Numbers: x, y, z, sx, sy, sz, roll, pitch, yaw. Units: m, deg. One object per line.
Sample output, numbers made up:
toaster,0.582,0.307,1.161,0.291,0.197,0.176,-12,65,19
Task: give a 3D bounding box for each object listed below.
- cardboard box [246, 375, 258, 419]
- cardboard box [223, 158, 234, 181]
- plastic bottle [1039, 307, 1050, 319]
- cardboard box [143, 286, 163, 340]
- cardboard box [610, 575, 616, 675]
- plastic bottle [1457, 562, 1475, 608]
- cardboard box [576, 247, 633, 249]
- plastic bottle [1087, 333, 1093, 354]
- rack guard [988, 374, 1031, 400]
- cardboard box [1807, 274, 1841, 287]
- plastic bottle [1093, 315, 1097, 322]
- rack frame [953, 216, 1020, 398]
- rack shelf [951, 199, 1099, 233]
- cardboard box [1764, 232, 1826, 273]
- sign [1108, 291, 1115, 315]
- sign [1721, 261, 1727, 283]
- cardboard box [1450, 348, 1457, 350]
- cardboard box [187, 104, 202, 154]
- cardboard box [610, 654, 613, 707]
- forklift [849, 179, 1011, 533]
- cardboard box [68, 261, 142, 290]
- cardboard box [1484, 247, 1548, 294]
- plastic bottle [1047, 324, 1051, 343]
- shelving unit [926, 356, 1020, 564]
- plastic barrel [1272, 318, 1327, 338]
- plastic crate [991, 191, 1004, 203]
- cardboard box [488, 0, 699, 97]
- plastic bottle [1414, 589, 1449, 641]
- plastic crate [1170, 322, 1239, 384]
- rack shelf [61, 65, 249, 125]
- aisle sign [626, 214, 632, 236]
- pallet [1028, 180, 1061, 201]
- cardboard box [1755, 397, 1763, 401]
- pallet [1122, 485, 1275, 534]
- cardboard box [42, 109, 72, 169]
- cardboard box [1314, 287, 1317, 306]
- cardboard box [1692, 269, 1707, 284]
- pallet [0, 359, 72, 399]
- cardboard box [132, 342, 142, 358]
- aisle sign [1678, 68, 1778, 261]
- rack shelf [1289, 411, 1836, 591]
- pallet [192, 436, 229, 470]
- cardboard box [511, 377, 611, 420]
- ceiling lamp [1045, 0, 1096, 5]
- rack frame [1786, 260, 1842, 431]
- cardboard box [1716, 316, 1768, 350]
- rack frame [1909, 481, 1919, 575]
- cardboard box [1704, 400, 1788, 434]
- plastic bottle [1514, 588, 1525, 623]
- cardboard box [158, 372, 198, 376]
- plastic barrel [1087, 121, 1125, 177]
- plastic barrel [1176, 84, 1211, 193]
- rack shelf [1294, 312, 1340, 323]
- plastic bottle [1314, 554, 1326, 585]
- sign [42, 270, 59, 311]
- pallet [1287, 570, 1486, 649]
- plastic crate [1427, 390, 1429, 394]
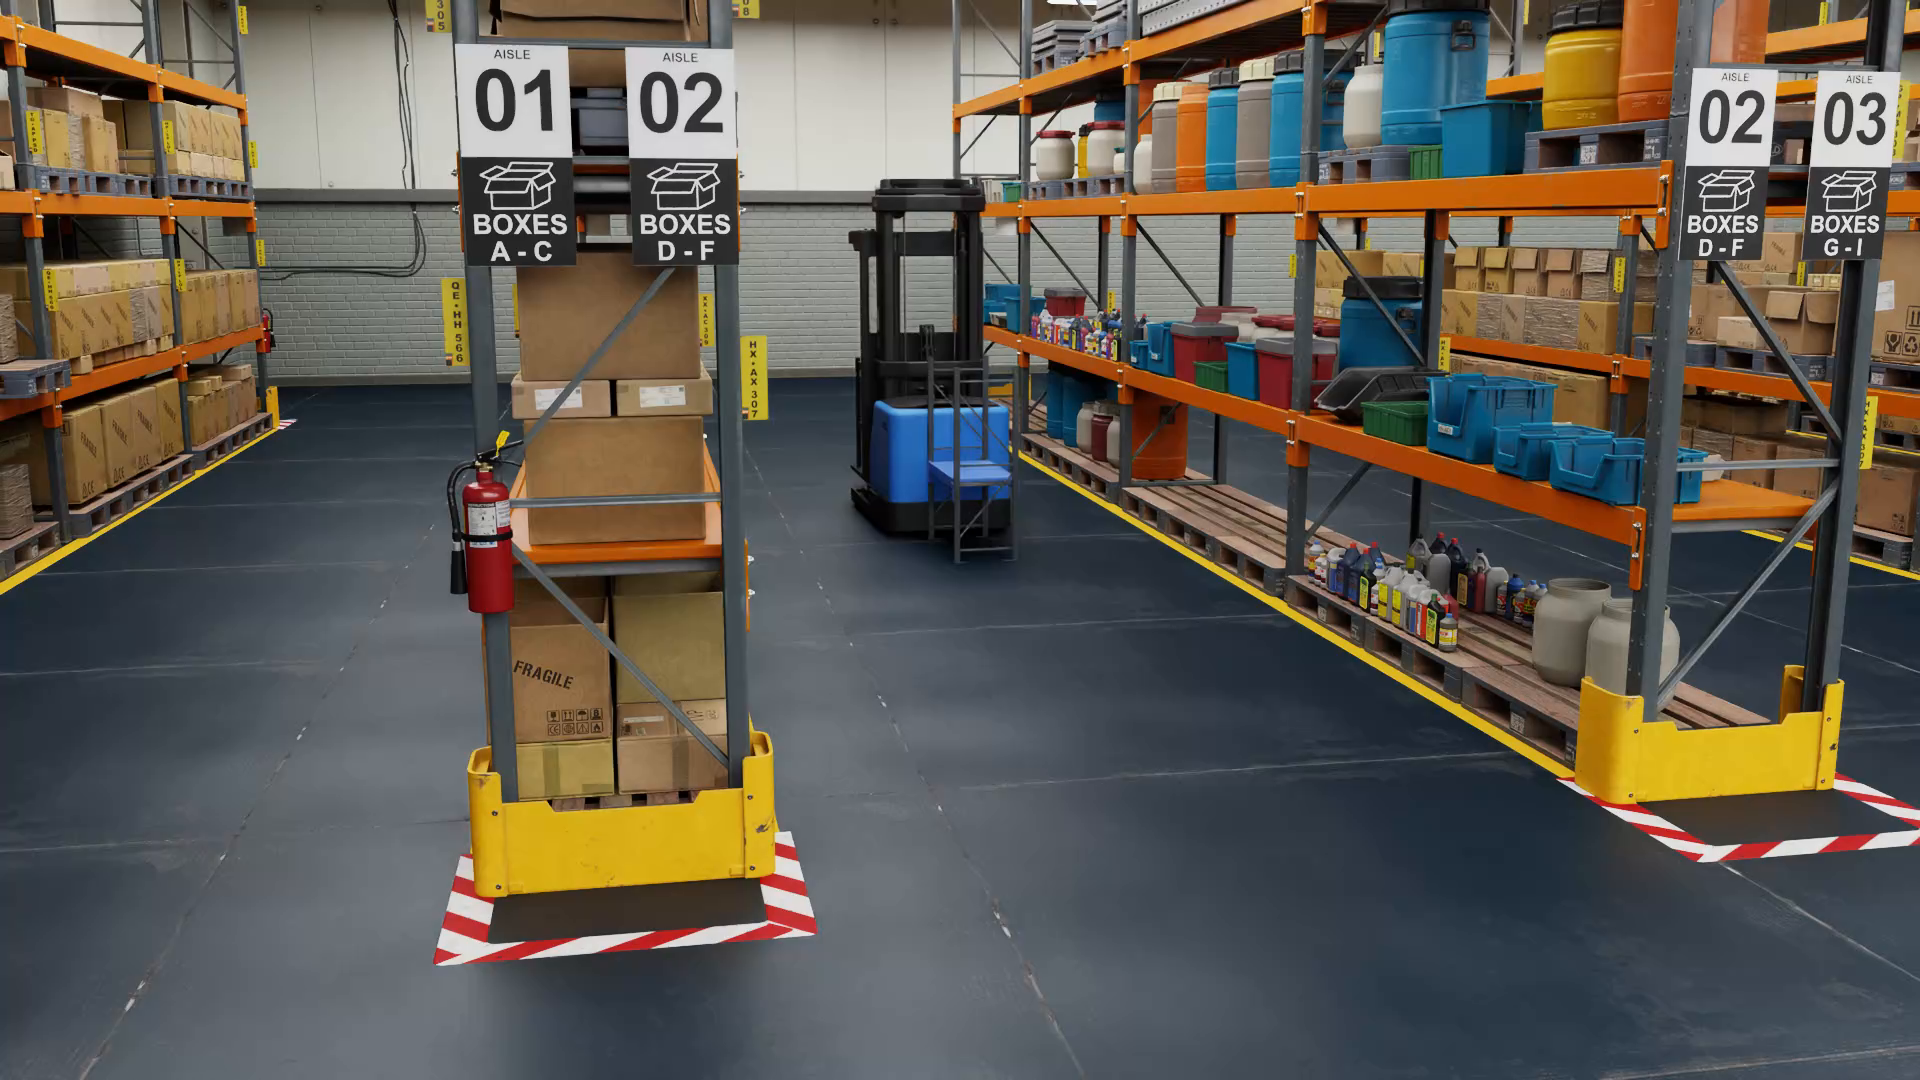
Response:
cardboard box,-9.080,-1.753,20.448,0.700,0.500,0.500,-2,11,-11
cardboard box,-8.809,-4.335,19.437,0.500,0.250,0.500,-3,11,-13
plastic bottle,0.940,-2.418,18.512,0.144,0.351,0.185,-2,11,-11
cardboard box,-8.090,-2.202,16.129,0.500,0.500,0.500,-2,11,-11
cardboard box,-1.439,0.341,8.109,0.500,0.500,0.500,-2,11,-11
plastic bottle,3.150,0.270,10.345,0.061,0.283,0.133,-2,11,-11
cardboard box,-1.639,-1.117,7.805,0.700,0.500,0.500,-2,11,-11
plastic bottle,1.300,-1.925,16.319,0.097,0.201,0.097,0,11,0
rack guard,0.386,-2.036,23.056,1.175,0.500,0.348,-2,11,-11
cardboard box,10.551,-3.154,20.205,0.380,0.149,0.250,-2,11,-8
plastic bottle,1.576,-2.405,18.641,0.152,0.276,0.135,-2,11,-11
rack frame,0.404,-3.260,22.801,1.000,3.000,0.127,-2,11,-11
rack shelf,0.793,-4.013,20.661,1.077,0.370,4.000,-2,11,-11
cardboard box,10.568,-3.631,21.014,0.500,0.500,0.500,-3,11,-13
sign,1.722,-2.682,19.024,0.100,0.325,0.005,-2,11,-11
sign,7.349,-2.524,16.051,0.100,0.325,0.005,-2,11,-11
cardboard box,5.990,-1.993,20.704,0.875,0.875,0.875,-2,11,-11
cardboard box,-8.506,-4.425,17.904,0.500,0.500,0.500,-2,11,-12
cardboard box,-1.946,0.728,8.080,0.500,0.250,0.500,-2,11,-11
forklift,-0.388,-1.730,14.949,1.130,2.935,3.031,-2,11,-12
cardboard box,-8.005,-2.475,15.558,0.500,0.250,0.500,-2,11,-10
cardboard box,6.295,-3.005,18.513,0.797,0.503,0.637,-2,11,-10
plastic bottle,0.984,-2.223,17.883,0.097,0.201,0.097,0,11,0
shelving unit,0.093,-0.657,13.135,0.538,1.500,1.048,-2,11,-12
plastic barrel,2.624,-1.444,12.896,0.433,0.535,0.433,0,11,0
plastic crate,0.561,-4.090,19.844,0.293,0.136,0.466,-2,11,-11
cardboard box,-1.451,-2.051,6.653,0.797,0.503,0.637,-1,11,-7
plastic bottle,2.706,0.428,9.531,0.152,0.276,0.135,-2,11,-11
plastic crate,1.974,-1.517,13.471,0.402,0.464,0.583,-2,11,-11
rack shelf,-8.925,-4.930,18.525,1.077,0.370,4.000,-2,11,-11
aisle sign,-4.168,-4.381,21.740,0.394,0.787,0.004,-2,11,-11
pallet,1.430,-3.767,17.947,1.213,0.211,1.003,-2,11,-11
cardboard box,10.546,-1.784,21.550,0.380,0.149,0.250,-2,11,-9
pallet,2.072,-0.279,14.599,1.003,0.211,1.213,-2,11,-11
cardboard box,-8.158,-3.455,14.361,0.700,0.500,0.500,-2,11,-8
cardboard box,5.091,-3.415,23.220,0.500,0.250,0.500,-2,11,-13
cardboard box,10.281,-3.424,22.600,0.500,0.500,0.500,-2,11,-12
pallet,-7.515,-1.211,12.551,1.213,0.211,1.003,-2,11,-11
cardboard box,-8.023,-1.813,15.816,0.380,0.149,0.250,-2,11,-11
aisle sign,3.238,-1.578,7.015,0.394,0.787,0.004,-2,11,-11
rack shelf,3.127,-0.339,9.378,1.077,0.370,4.000,-2,11,-11
pallet,-8.607,-0.938,18.063,1.003,0.211,1.213,-2,11,-11
cardboard box,-1.605,-0.577,6.703,0.380,0.149,0.250,-2,11,-12
ceiling lamp,2.352,-9.658,24.762,2.000,3.185,0.800,-2,11,-11
rack frame,10.925,-2.868,20.744,1.000,3.000,0.127,-2,11,-11
cardboard box,6.919,-1.790,14.355,0.500,0.250,0.500,-2,11,-13
rack frame,7.596,-1.239,12.184,1.000,3.000,0.127,-2,11,-11
cardboard box,7.091,-1.111,15.012,0.500,0.250,0.500,-1,11,-5
plastic bottle,3.363,0.390,9.933,0.097,0.201,0.097,0,11,0
cardboard box,-9.052,-1.855,19.248,0.380,0.149,0.250,-2,11,-10
plastic barrel,1.467,-3.859,16.440,0.433,0.535,0.433,0,11,0
plastic barrel,2.034,-3.199,13.309,0.600,0.830,0.708,-2,11,-11
rack shelf,5.651,-2.720,21.888,1.077,0.370,4.000,-2,11,-11
plastic bottle,2.389,0.193,10.970,0.097,0.201,0.097,0,11,0
sign,-7.228,-1.984,13.212,0.100,0.325,0.005,-2,11,-11
pallet,2.827,0.436,10.844,1.003,0.211,1.213,-2,11,-11
plastic crate,3.219,-0.793,10.237,0.499,0.251,0.616,-2,11,-11
